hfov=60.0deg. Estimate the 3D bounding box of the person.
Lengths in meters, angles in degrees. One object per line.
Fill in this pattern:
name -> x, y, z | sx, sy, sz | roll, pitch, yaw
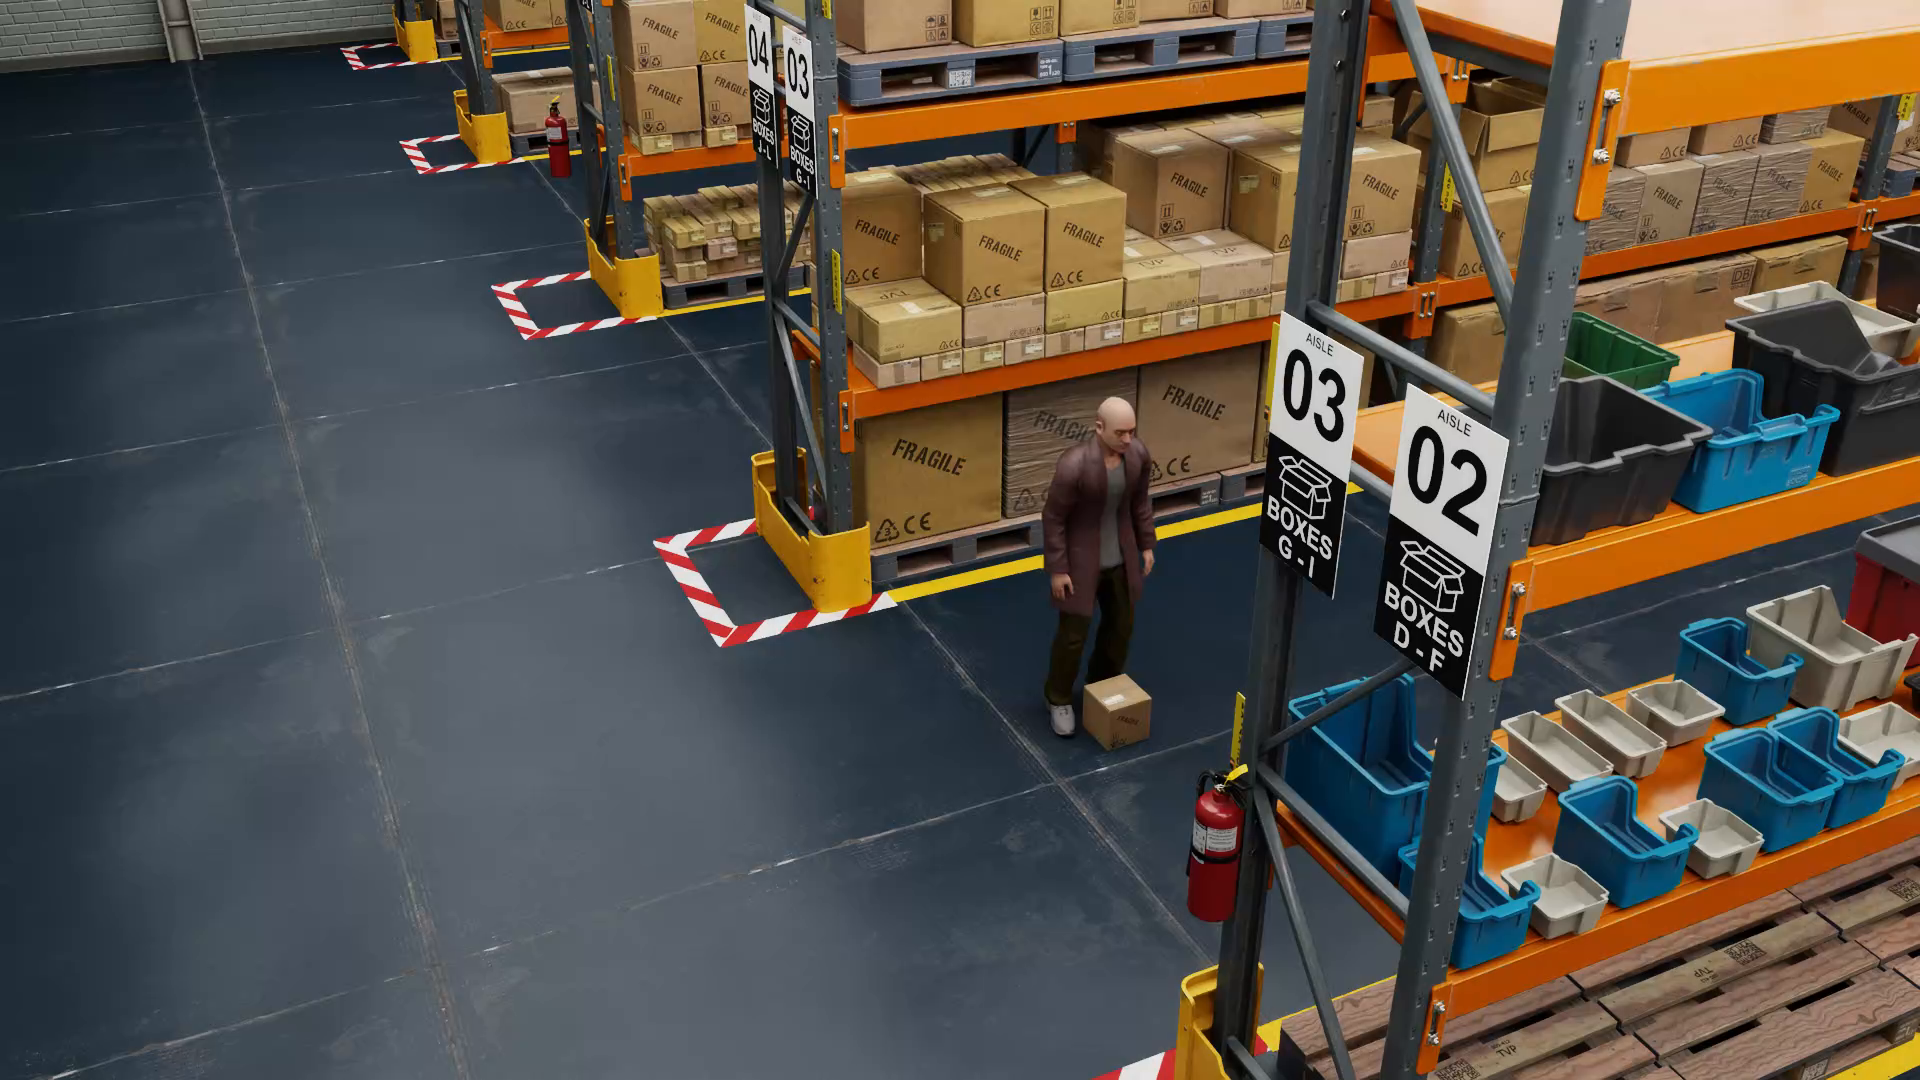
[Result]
person -> 0.697, 0.112, 8.303 | 0.656, 1.744, 0.418 | -14, 32, -24
